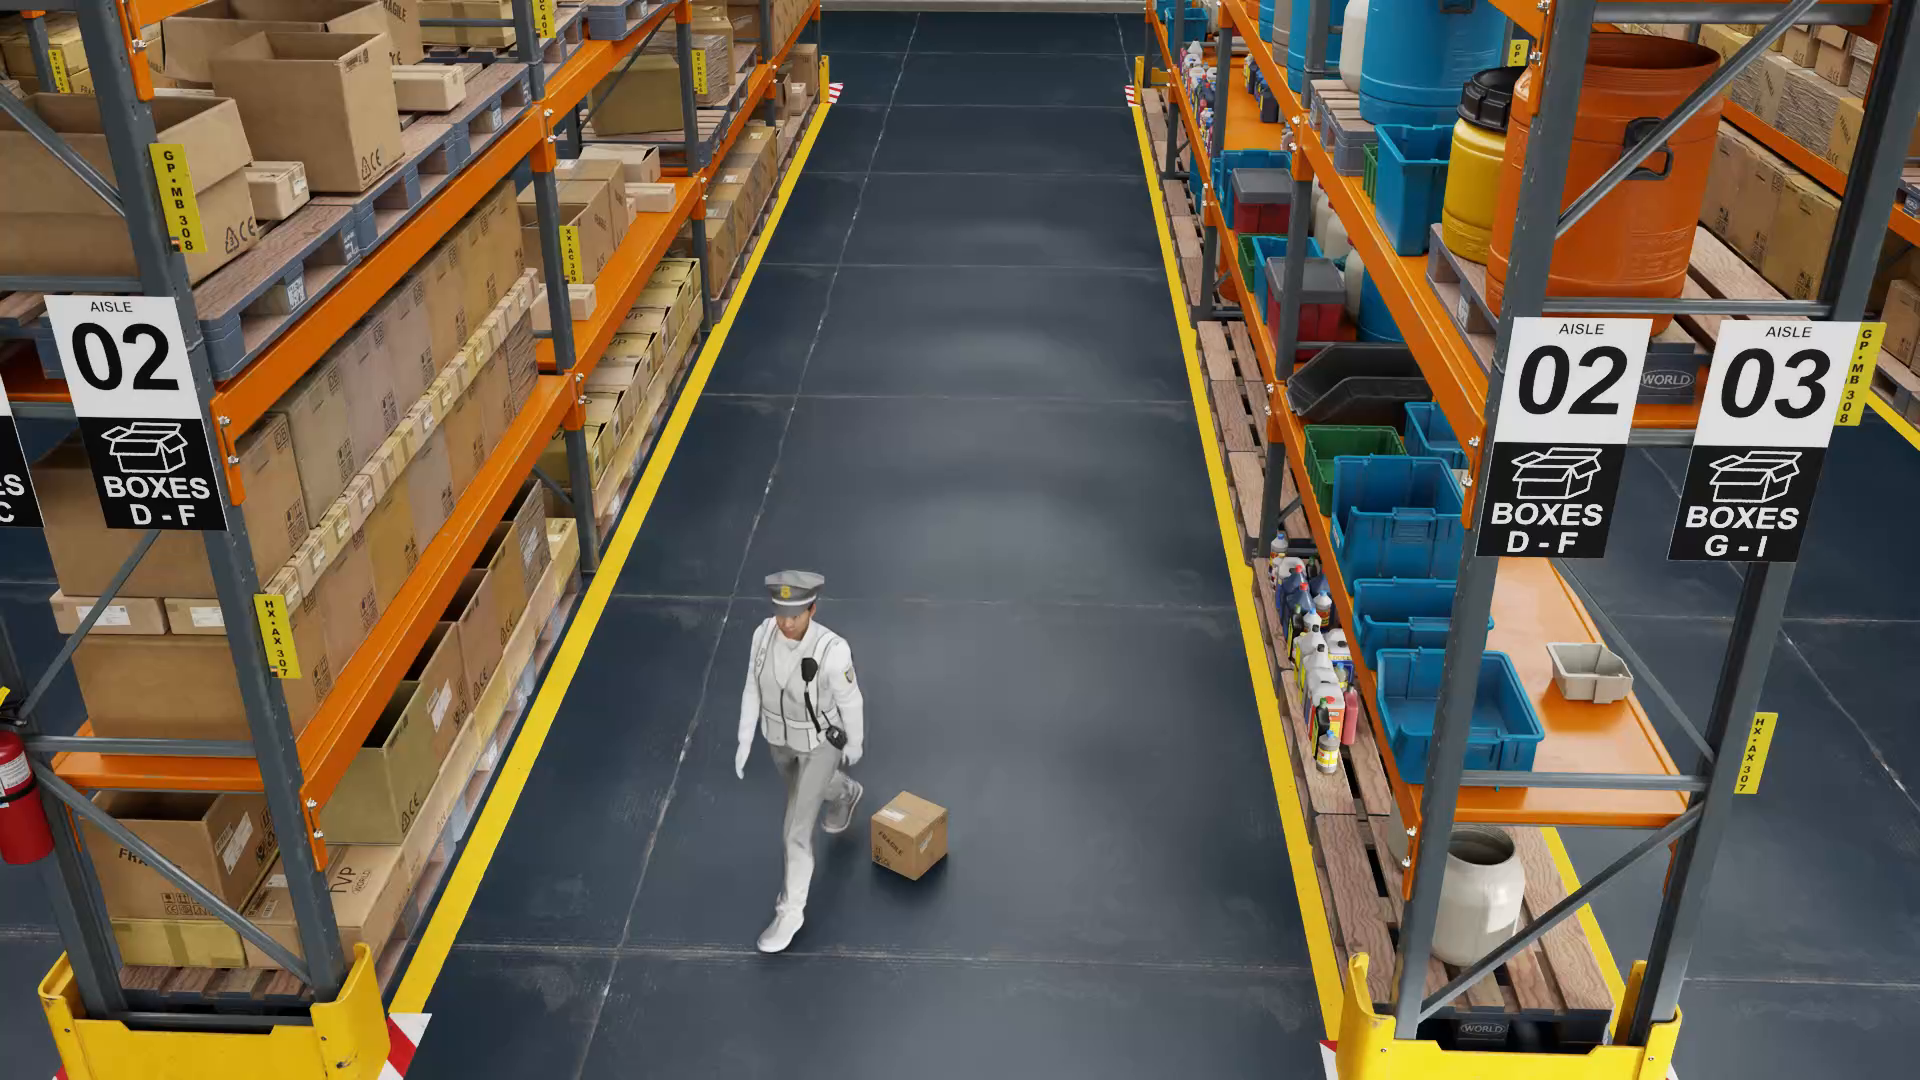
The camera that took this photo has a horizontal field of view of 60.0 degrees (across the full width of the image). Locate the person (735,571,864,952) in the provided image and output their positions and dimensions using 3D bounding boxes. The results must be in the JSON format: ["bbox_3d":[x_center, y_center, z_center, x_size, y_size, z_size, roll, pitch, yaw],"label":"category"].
[{"bbox_3d":[-0.650,0.815,7.069,0.488,1.621,1.025,15,32,26],"label":"person"}]
